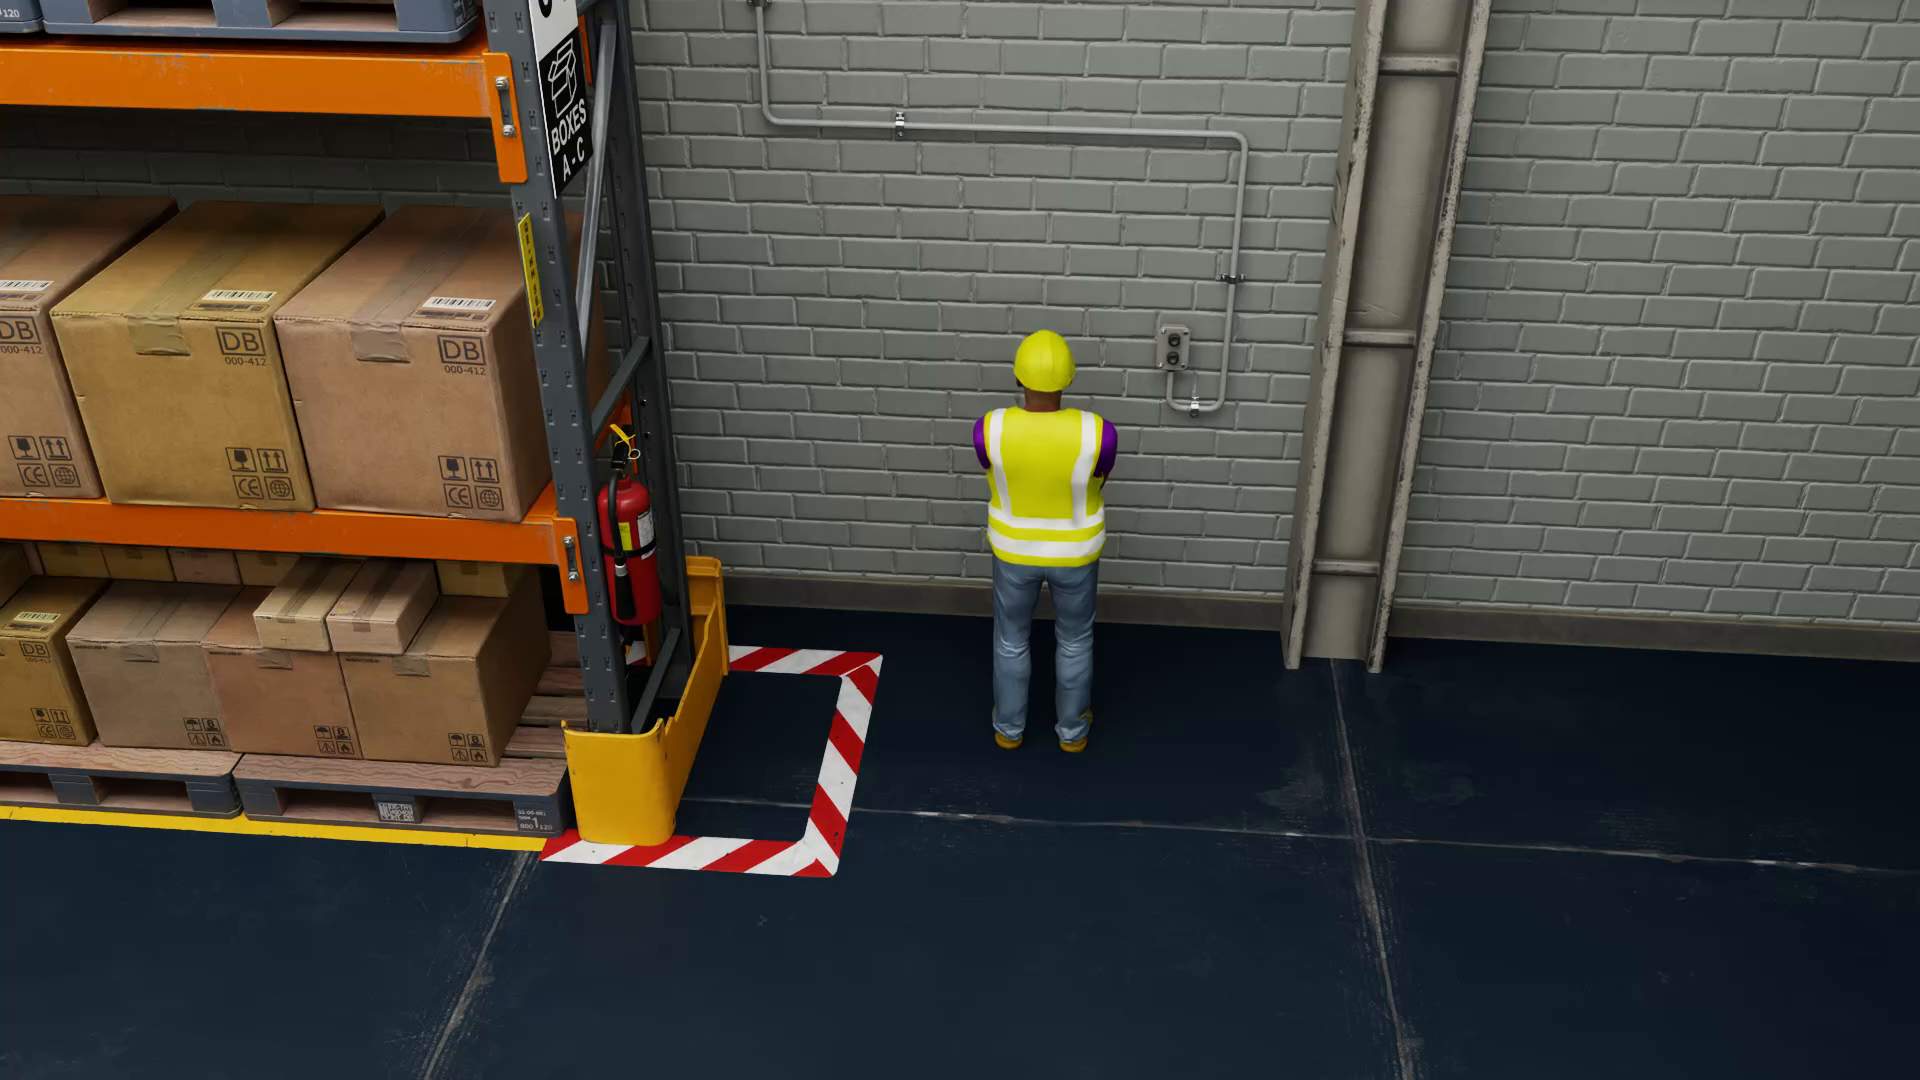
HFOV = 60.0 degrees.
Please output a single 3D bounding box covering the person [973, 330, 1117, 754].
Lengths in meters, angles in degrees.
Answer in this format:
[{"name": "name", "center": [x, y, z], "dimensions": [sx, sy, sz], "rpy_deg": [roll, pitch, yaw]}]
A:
[{"name": "person", "center": [0.310, -0.027, 6.165], "dimensions": [0.503, 1.758, 0.587], "rpy_deg": [3, 32, 5]}]
